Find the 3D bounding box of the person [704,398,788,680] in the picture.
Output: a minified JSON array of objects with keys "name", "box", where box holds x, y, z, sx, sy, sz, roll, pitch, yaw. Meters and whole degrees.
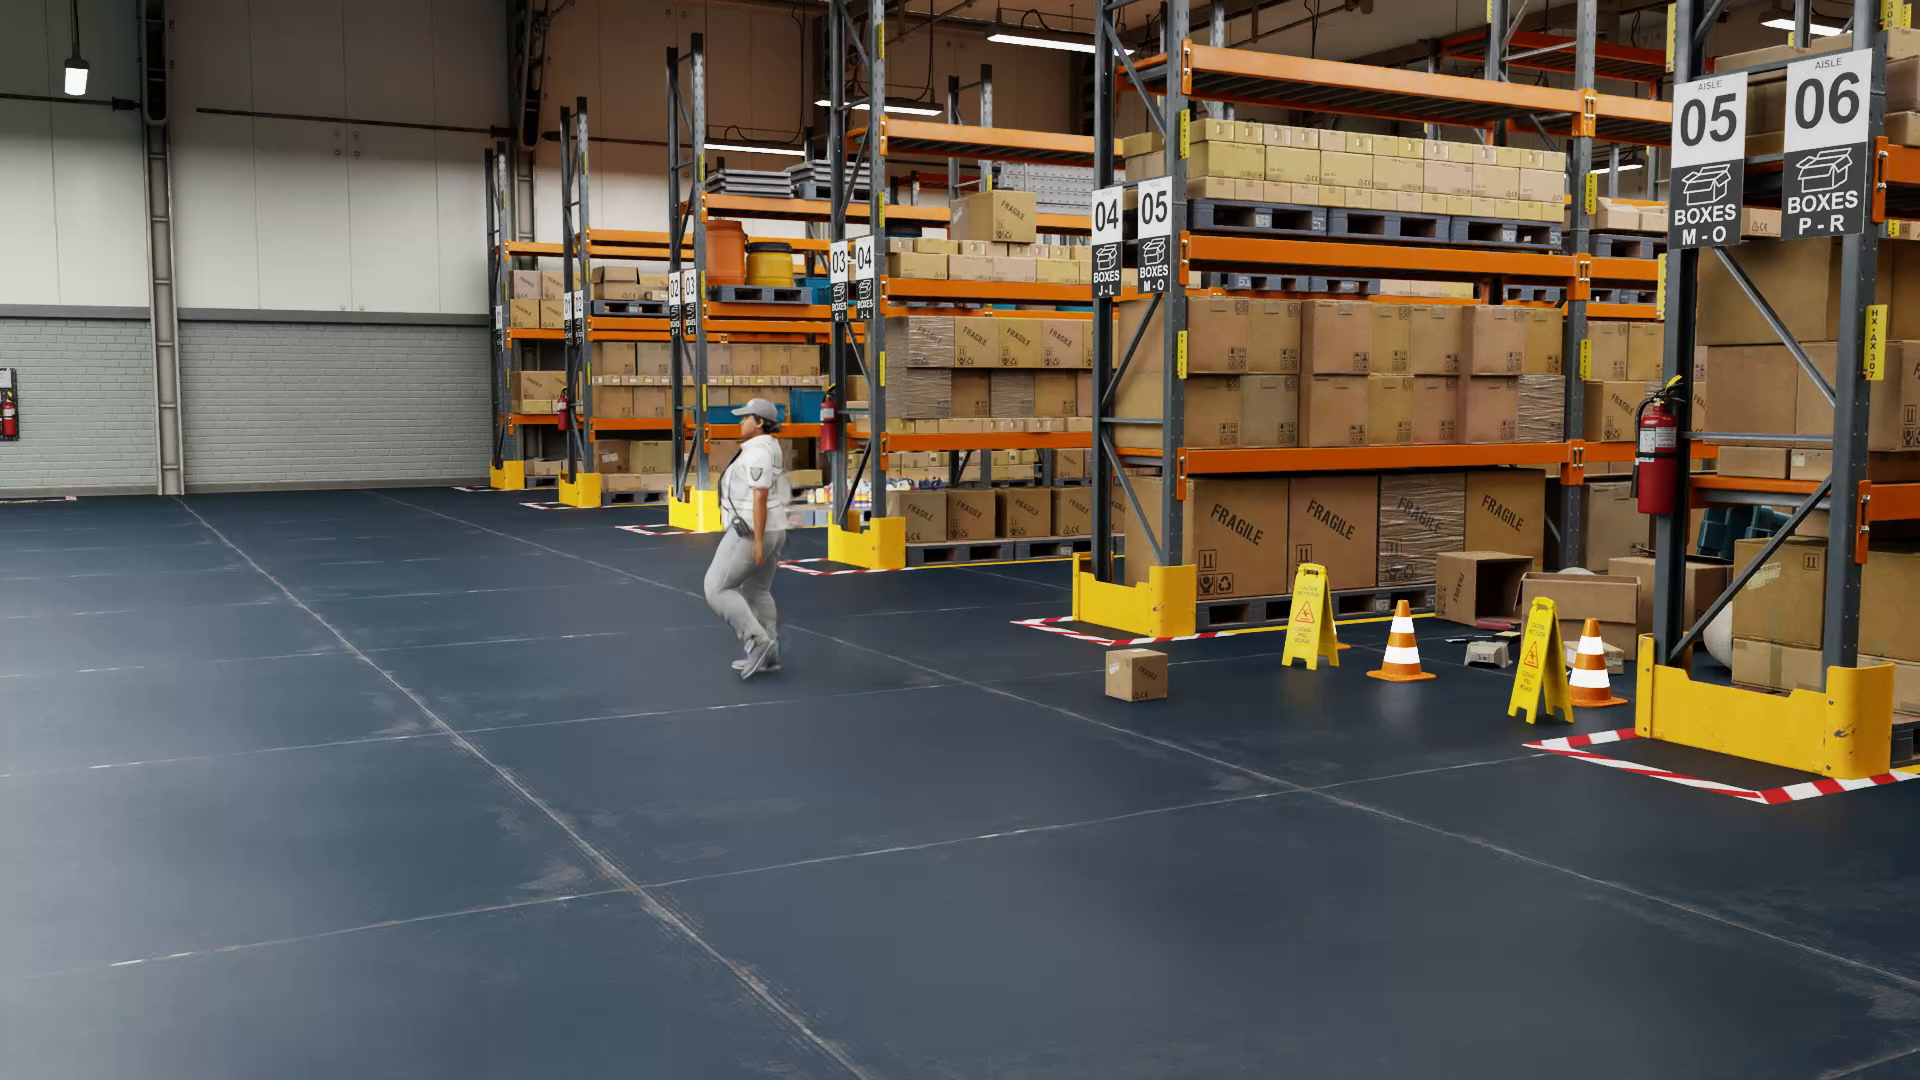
[{"name":"person","box":[-1.274,-0.011,9.999,0.455,1.680,0.481,1,5,9]}]
